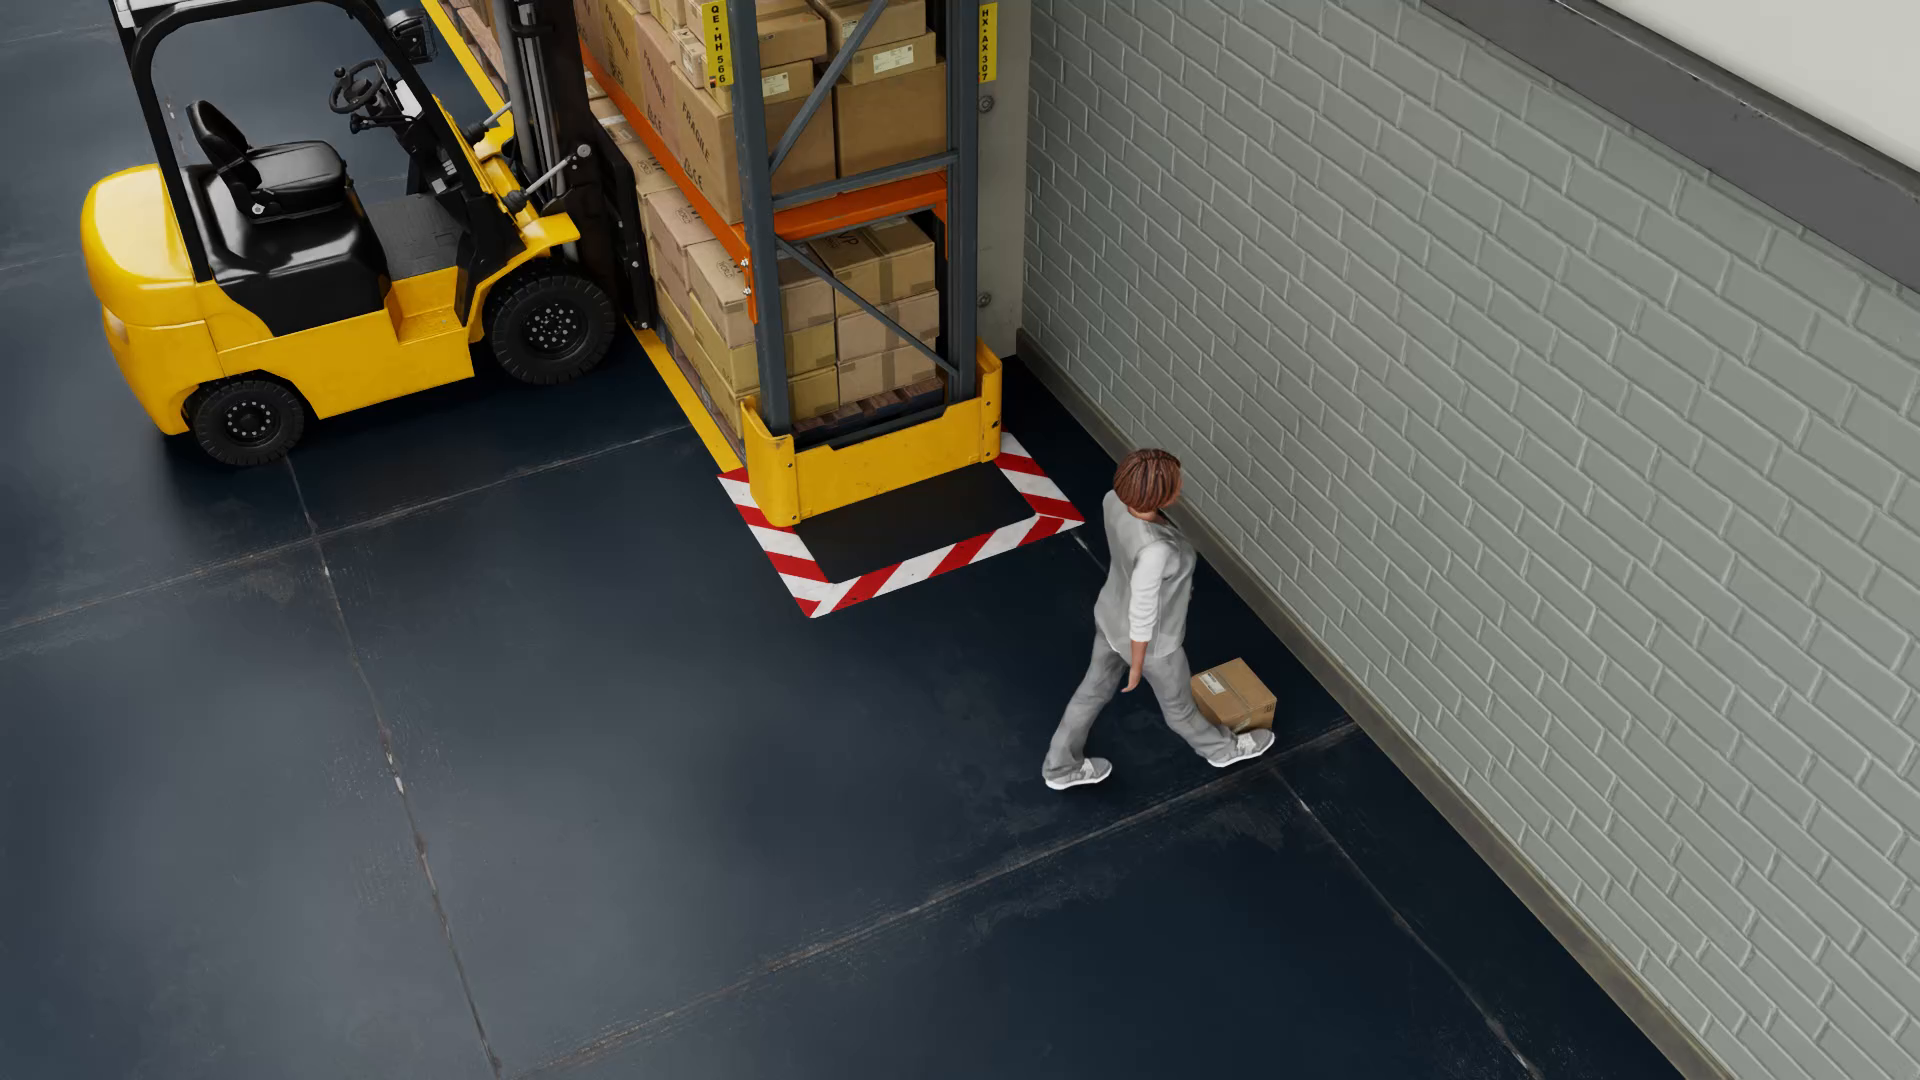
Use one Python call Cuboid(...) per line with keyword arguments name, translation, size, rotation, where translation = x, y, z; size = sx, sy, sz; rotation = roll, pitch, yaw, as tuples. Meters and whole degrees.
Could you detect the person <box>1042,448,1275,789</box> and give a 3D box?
Cuboid(name="person", translation=(0.725, 0.267, 5.853), size=(0.888, 1.562, 0.417), rotation=(-15, 44, -16))
